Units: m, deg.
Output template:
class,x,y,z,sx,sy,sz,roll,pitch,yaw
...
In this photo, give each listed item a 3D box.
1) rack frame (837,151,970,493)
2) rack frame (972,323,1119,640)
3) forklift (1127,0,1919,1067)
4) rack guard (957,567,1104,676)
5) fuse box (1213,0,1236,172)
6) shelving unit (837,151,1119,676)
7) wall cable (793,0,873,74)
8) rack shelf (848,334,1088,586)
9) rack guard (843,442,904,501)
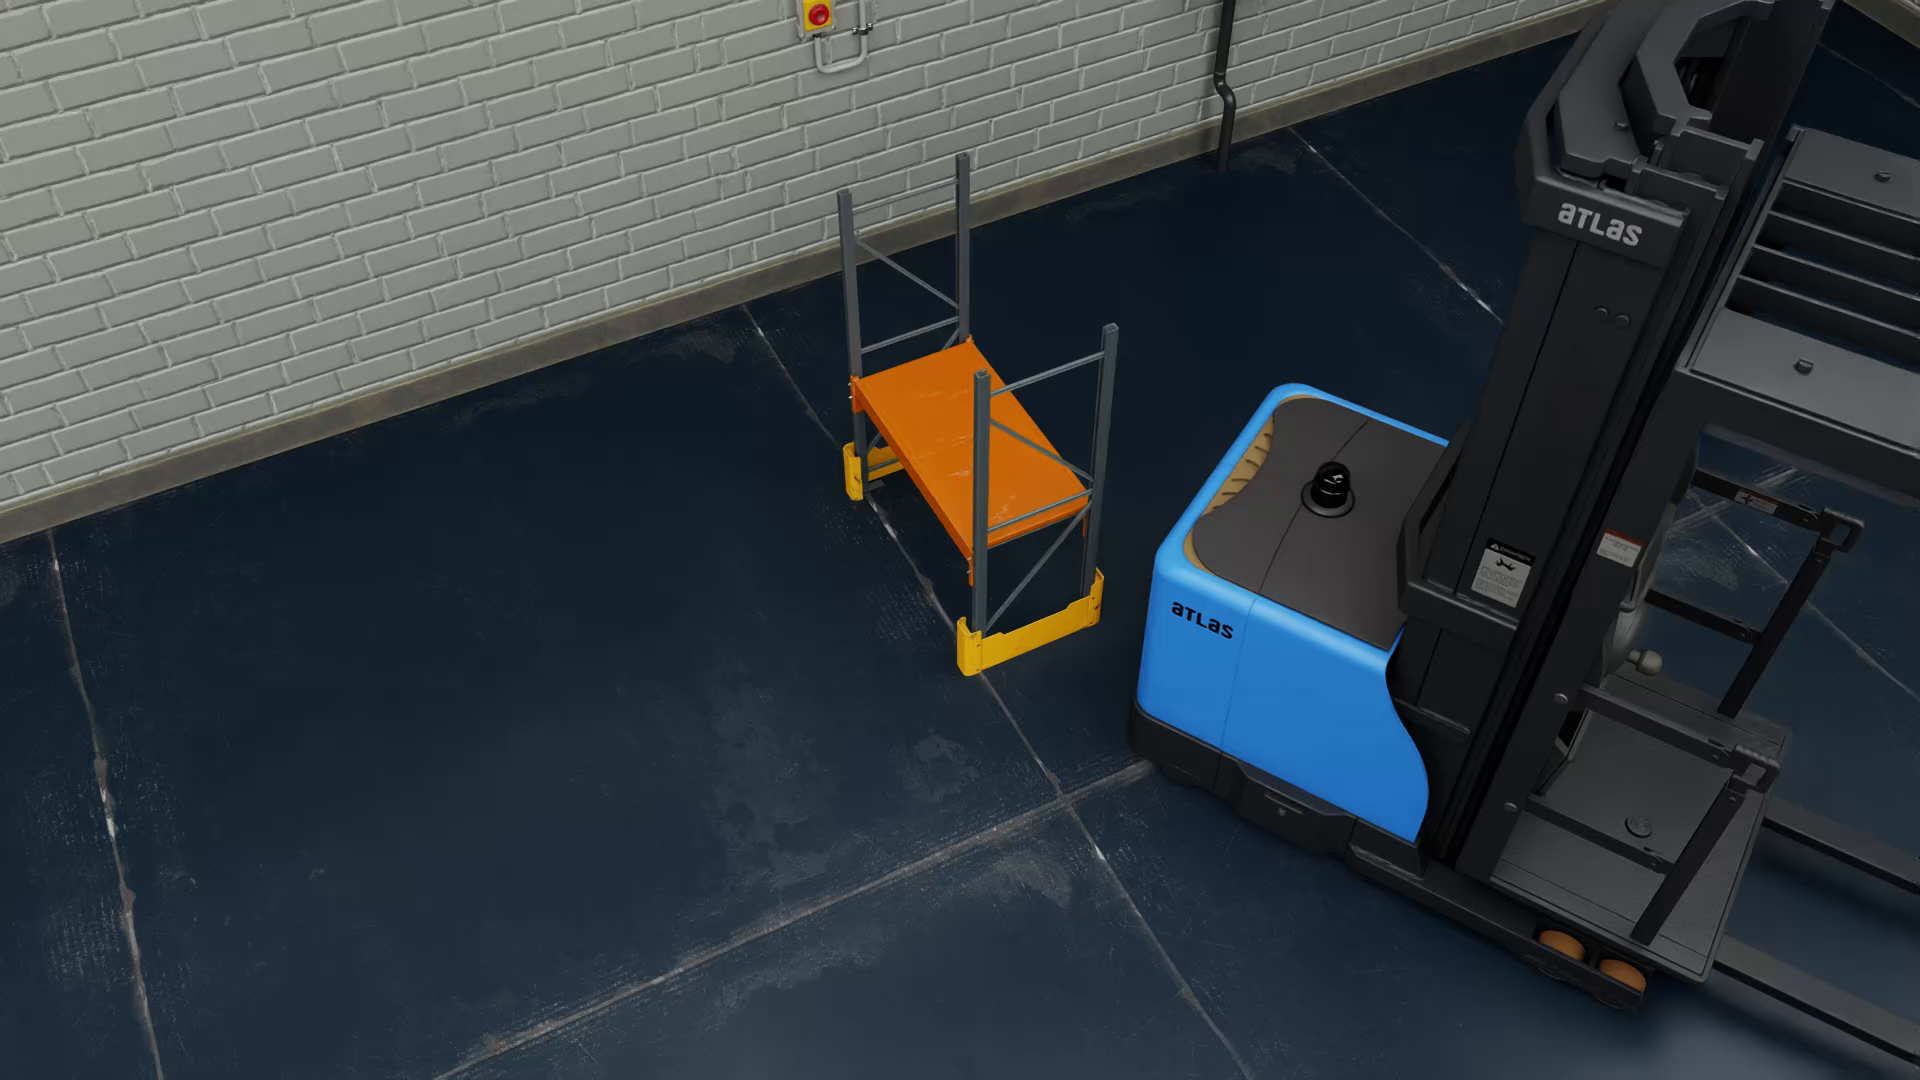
class,x,y,z,sx,sy,sz,roll,pitch,yaw
rack frame,-0.194,-0.777,6.326,0.500,1.500,0.032,-21,52,-18
rack frame,0.272,-0.096,5.731,0.500,1.500,0.032,-21,52,-18
forklift,2.120,0.071,4.633,3.031,2.935,1.130,25,53,20
rack guard,0.263,0.302,6.212,0.587,0.250,0.087,-21,52,-18
fuse box,1.333,-2.395,7.601,0.539,1.711,0.414,-21,52,-18
shelving unit,0.035,-0.443,6.033,0.587,1.500,1.083,-21,52,-18
wall cable,-0.602,-2.538,6.174,0.585,1.953,0.123,-21,52,-18
rack shelf,0.039,-0.318,6.164,0.538,0.185,1.000,-21,52,-18
rack guard,-0.193,-0.365,6.795,0.587,0.250,0.087,-21,52,-18
